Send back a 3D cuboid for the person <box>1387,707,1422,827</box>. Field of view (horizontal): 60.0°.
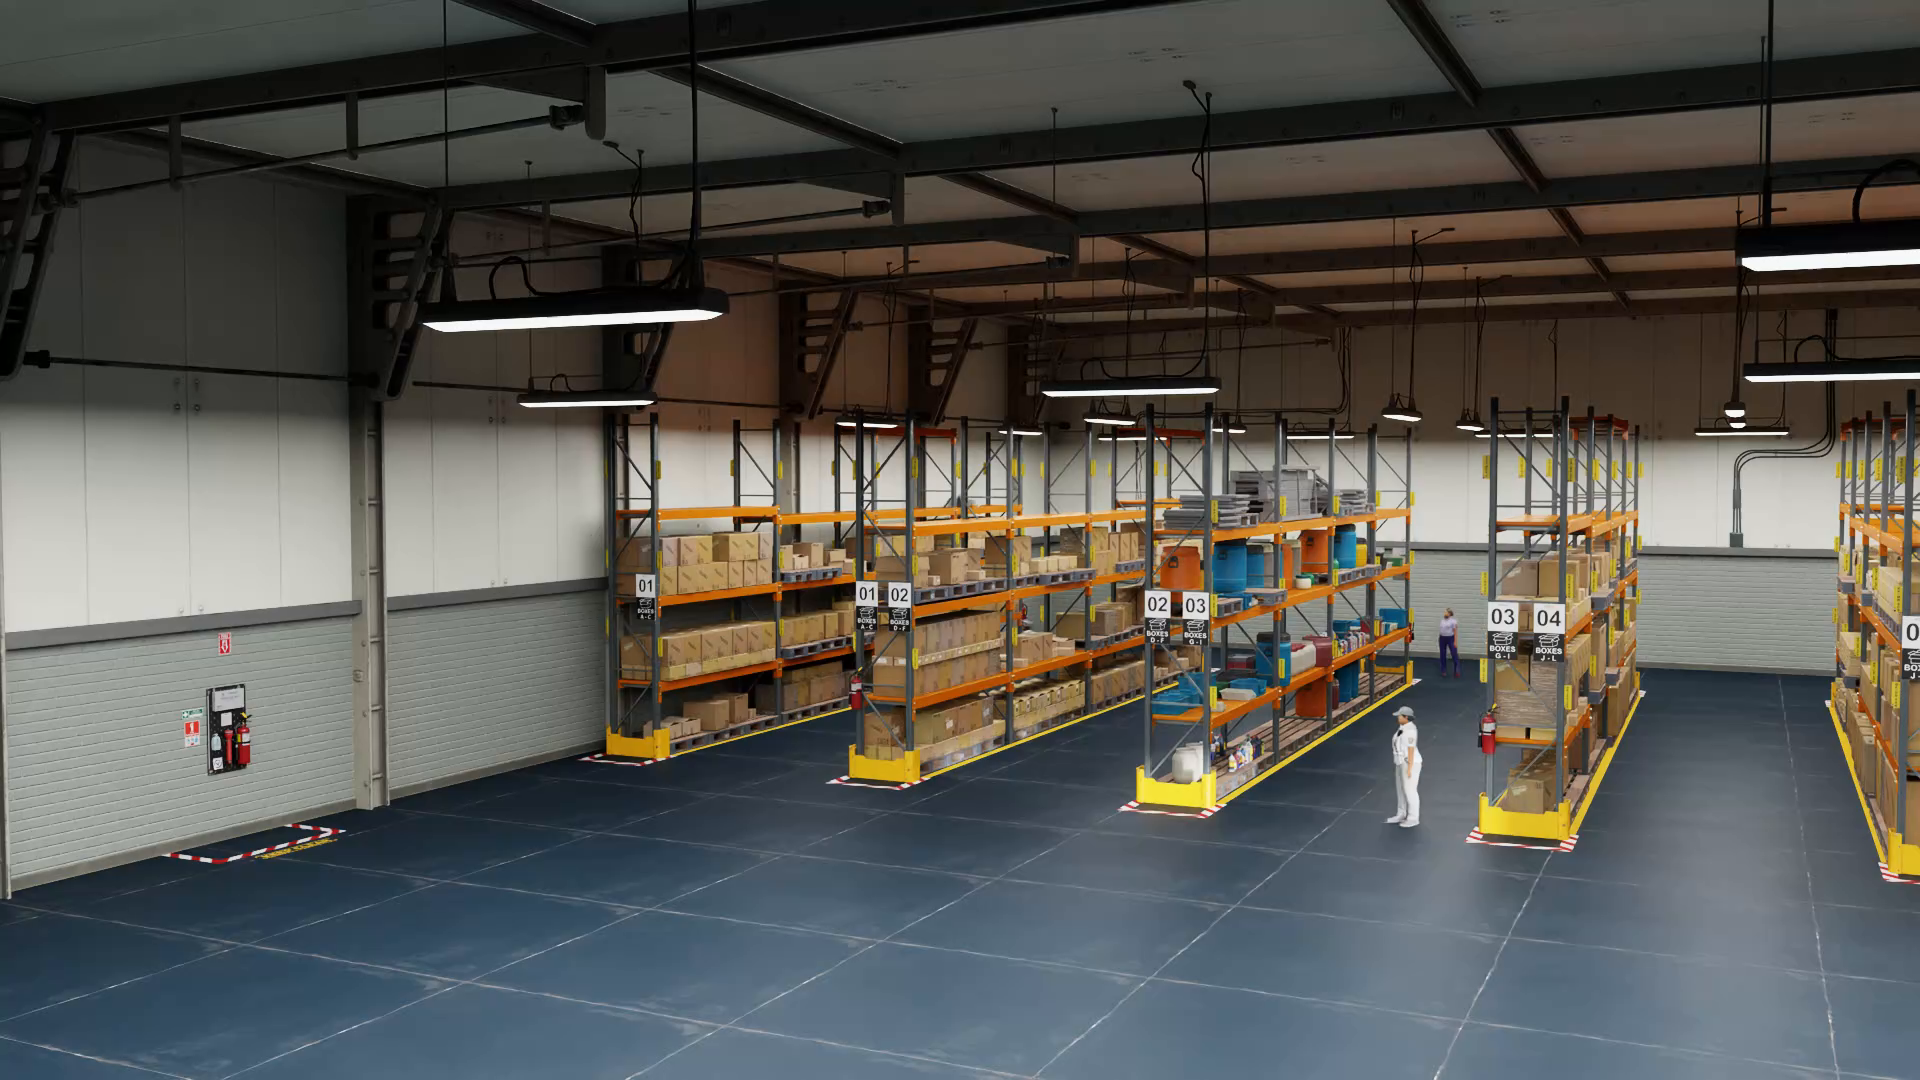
[{"bbox_3d":[6.263,3.179,23.409,0.419,1.679,0.494,0,2,1],"label":"person"}]

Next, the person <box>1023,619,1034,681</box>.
[{"bbox_3d":[1.475,2.595,37.005,0.391,1.690,0.505,1,2,14],"label":"person"}]

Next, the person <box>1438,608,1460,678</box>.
[{"bbox_3d":[11.871,2.495,40.351,0.528,1.653,0.400,1,3,26],"label":"person"}]
